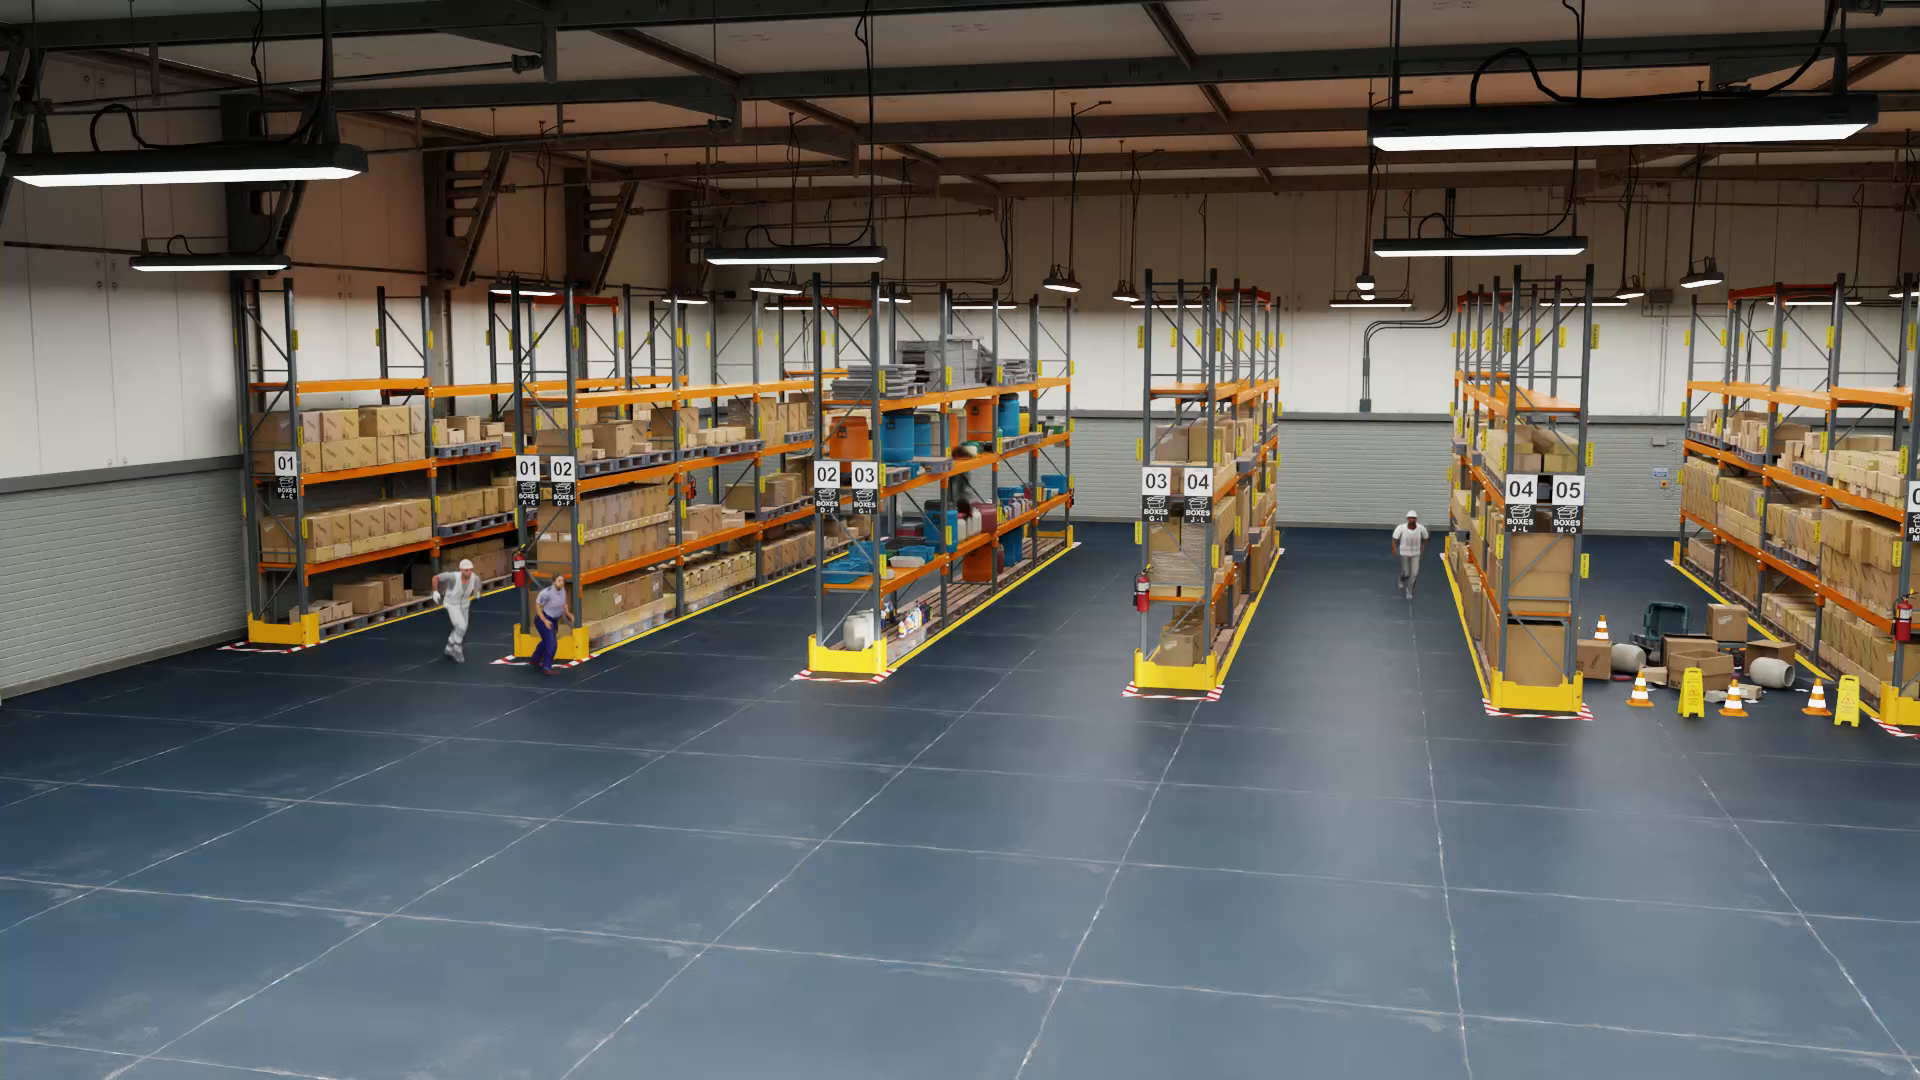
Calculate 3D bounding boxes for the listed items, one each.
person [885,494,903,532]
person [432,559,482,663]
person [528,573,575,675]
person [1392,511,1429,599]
[{"bbox_3d":[-1.758,-0.905,42.482,0.554,1.675,0.724,-4,8,-30],"label":"person"},{"bbox_3d":[-7.835,1.100,25.880,0.711,1.664,0.979,-6,9,-42],"label":"person"},{"bbox_3d":[-6.221,1.241,25.063,0.843,1.562,0.648,2,7,17],"label":"person"},{"bbox_3d":[8.802,0.273,32.504,0.714,1.719,0.643,0,7,3],"label":"person"}]
